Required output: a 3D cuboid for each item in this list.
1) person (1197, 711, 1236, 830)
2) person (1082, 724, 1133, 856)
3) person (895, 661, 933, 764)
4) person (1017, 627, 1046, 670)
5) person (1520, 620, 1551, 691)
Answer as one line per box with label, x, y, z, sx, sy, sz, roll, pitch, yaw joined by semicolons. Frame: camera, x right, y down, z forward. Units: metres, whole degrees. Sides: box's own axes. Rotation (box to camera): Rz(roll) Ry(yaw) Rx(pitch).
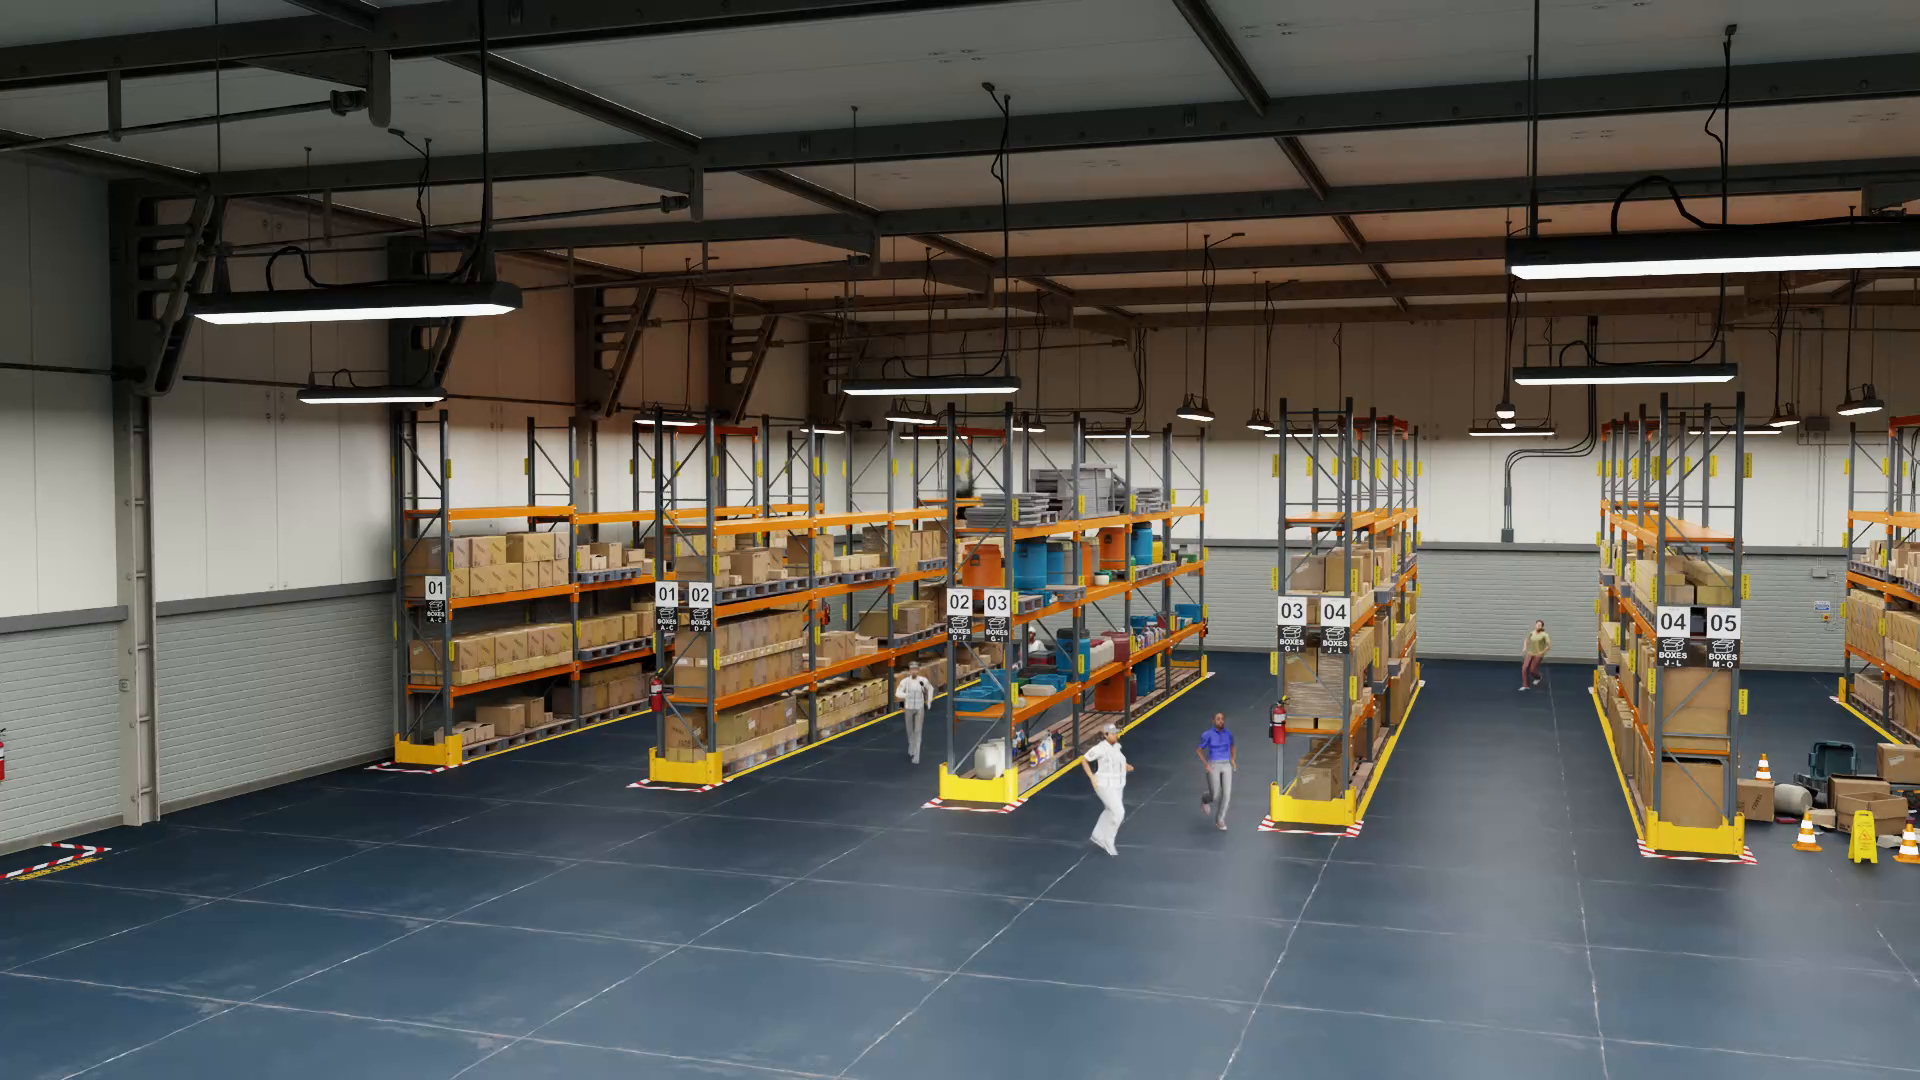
person;3.606;3.199;23.278;0.592;1.614;0.646;-1;3;-13
person;1.957;3.250;21.673;0.716;1.712;0.574;2;3;41
person;-0.798;2.910;28.474;0.607;1.701;0.897;0;2;1
person;1.437;2.620;33.993;0.663;1.698;0.650;1;3;21
person;13.015;2.598;37.496;0.627;1.612;0.619;-2;3;-43
